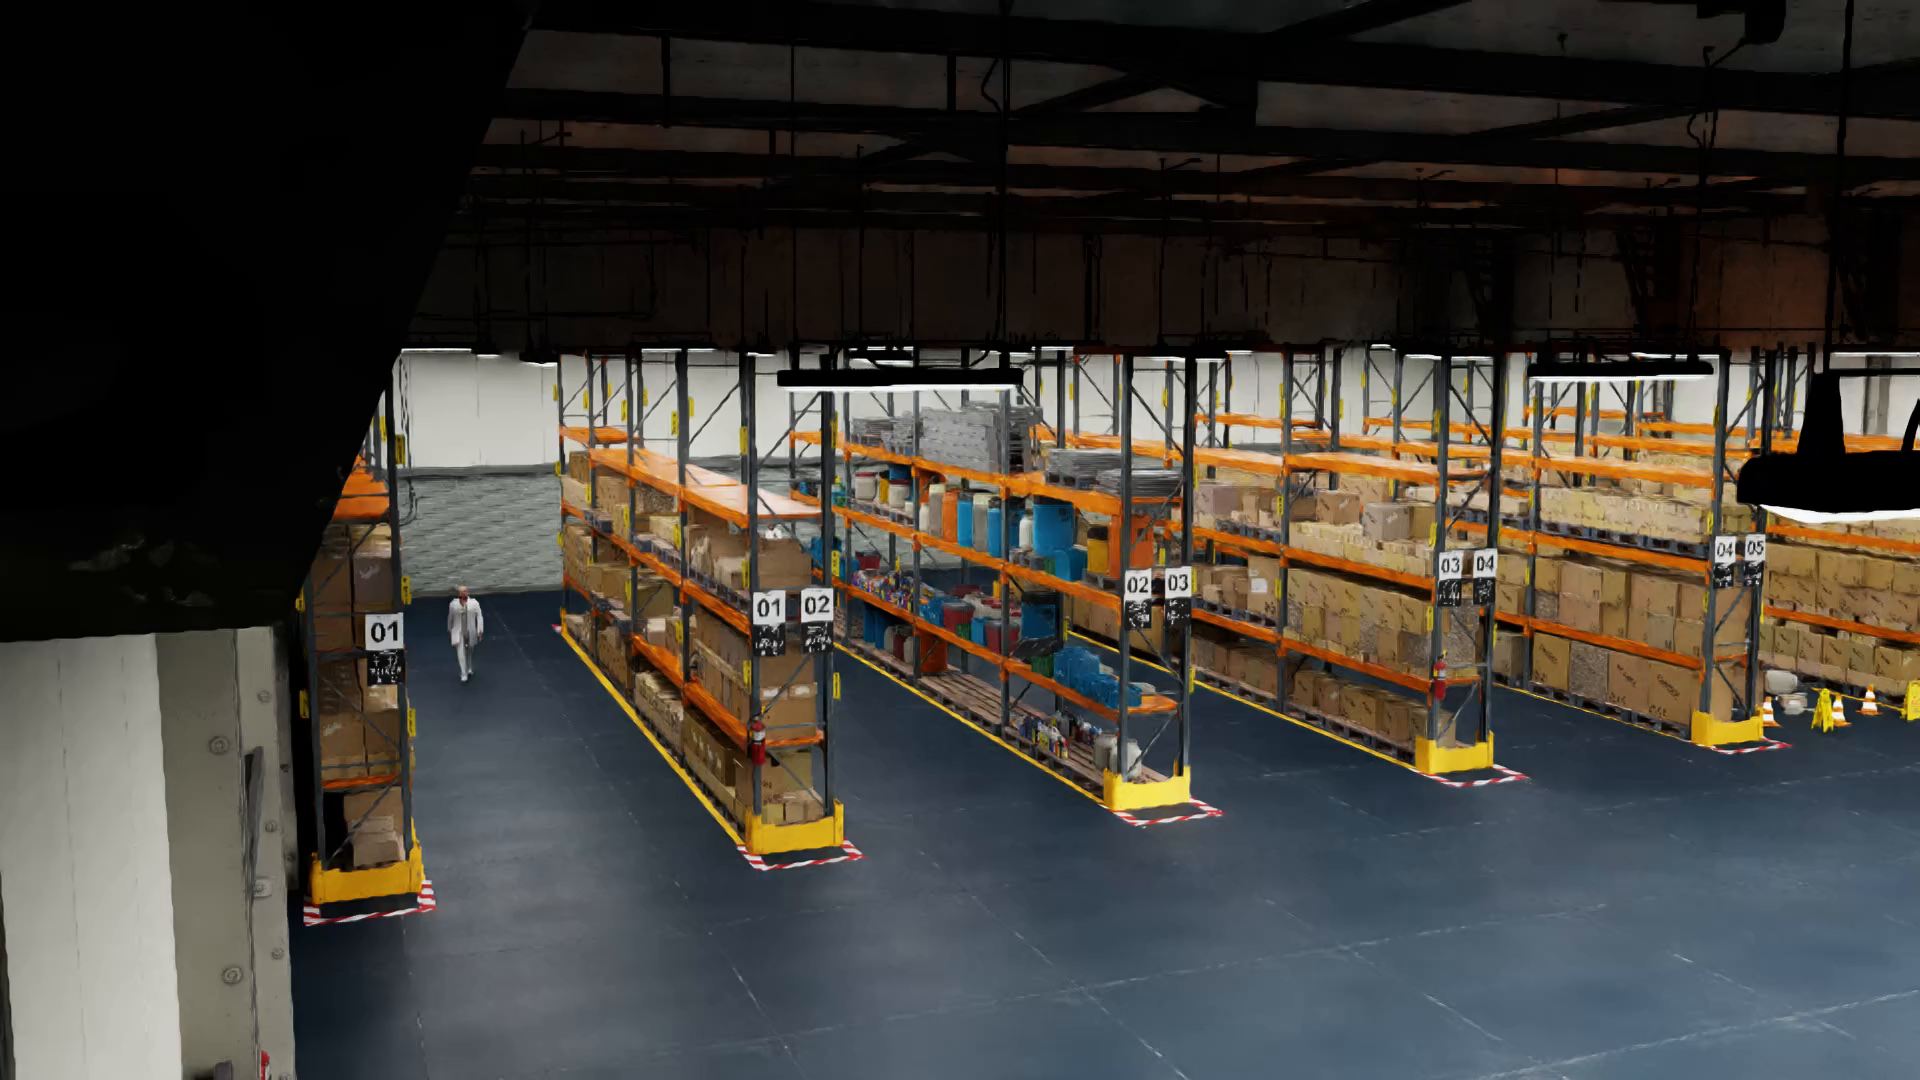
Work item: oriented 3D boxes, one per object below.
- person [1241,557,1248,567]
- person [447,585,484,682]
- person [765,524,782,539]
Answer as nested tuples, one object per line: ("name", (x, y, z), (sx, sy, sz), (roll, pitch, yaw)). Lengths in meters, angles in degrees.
("person", (7.260, 0.094, 42.070), (0.624, 1.783, 0.373), (5, 9, 35))
("person", (-8.948, 1.656, 30.089), (0.603, 1.724, 1.031), (-3, 8, -22))
("person", (-4.547, 0.289, 41.157), (0.514, 1.664, 0.554), (2, 8, 16))
